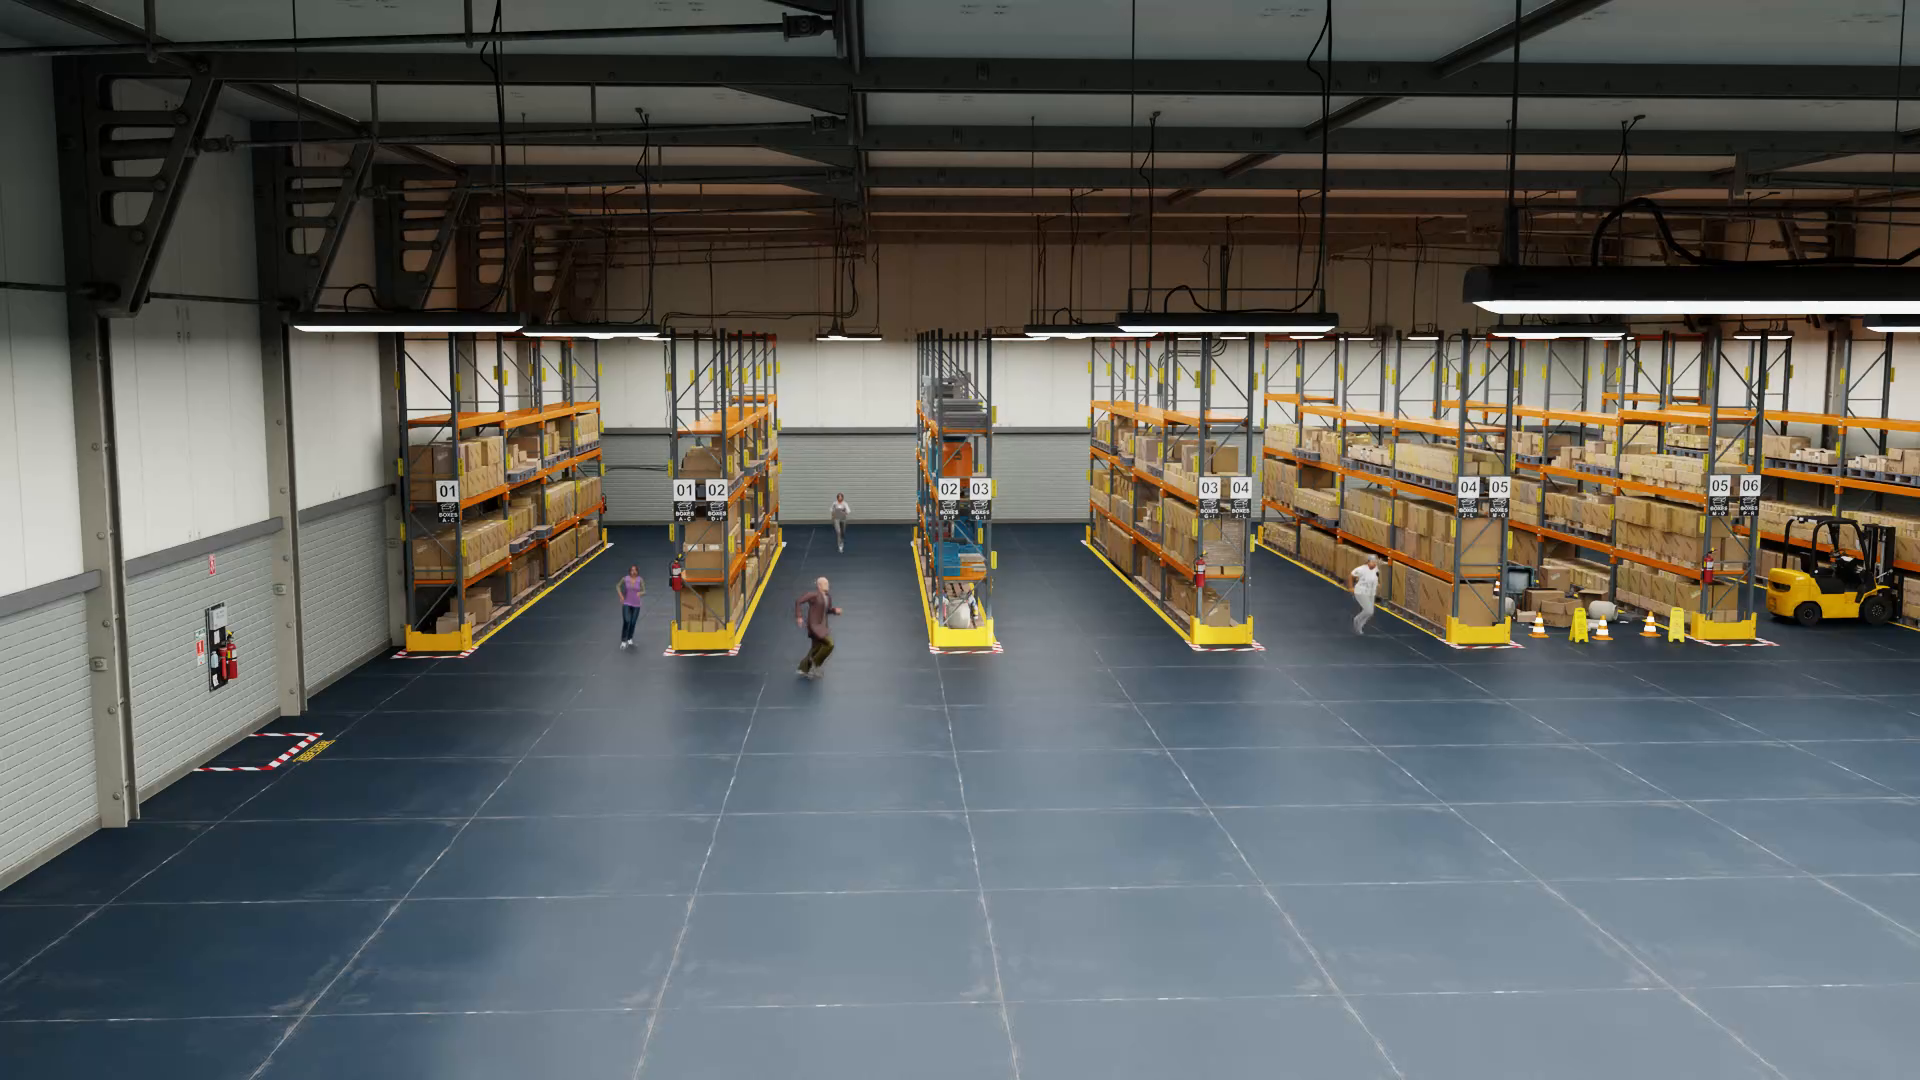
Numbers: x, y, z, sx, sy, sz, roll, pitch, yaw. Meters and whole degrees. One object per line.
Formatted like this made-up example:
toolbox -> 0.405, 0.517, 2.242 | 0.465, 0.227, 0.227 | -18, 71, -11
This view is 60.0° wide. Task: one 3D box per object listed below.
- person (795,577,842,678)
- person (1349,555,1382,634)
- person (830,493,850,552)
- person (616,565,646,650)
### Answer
person -> -2.415, 1.502, 28.386 | 0.850, 1.735, 0.753 | 3, 7, 24
person -> 7.982, 1.071, 32.632 | 0.564, 1.588, 0.705 | -4, 8, -31
person -> -3.306, -0.510, 45.962 | 0.529, 1.598, 0.882 | -1, 7, -9
person -> -6.188, 1.264, 31.358 | 0.540, 1.619, 0.698 | -2, 7, -17
